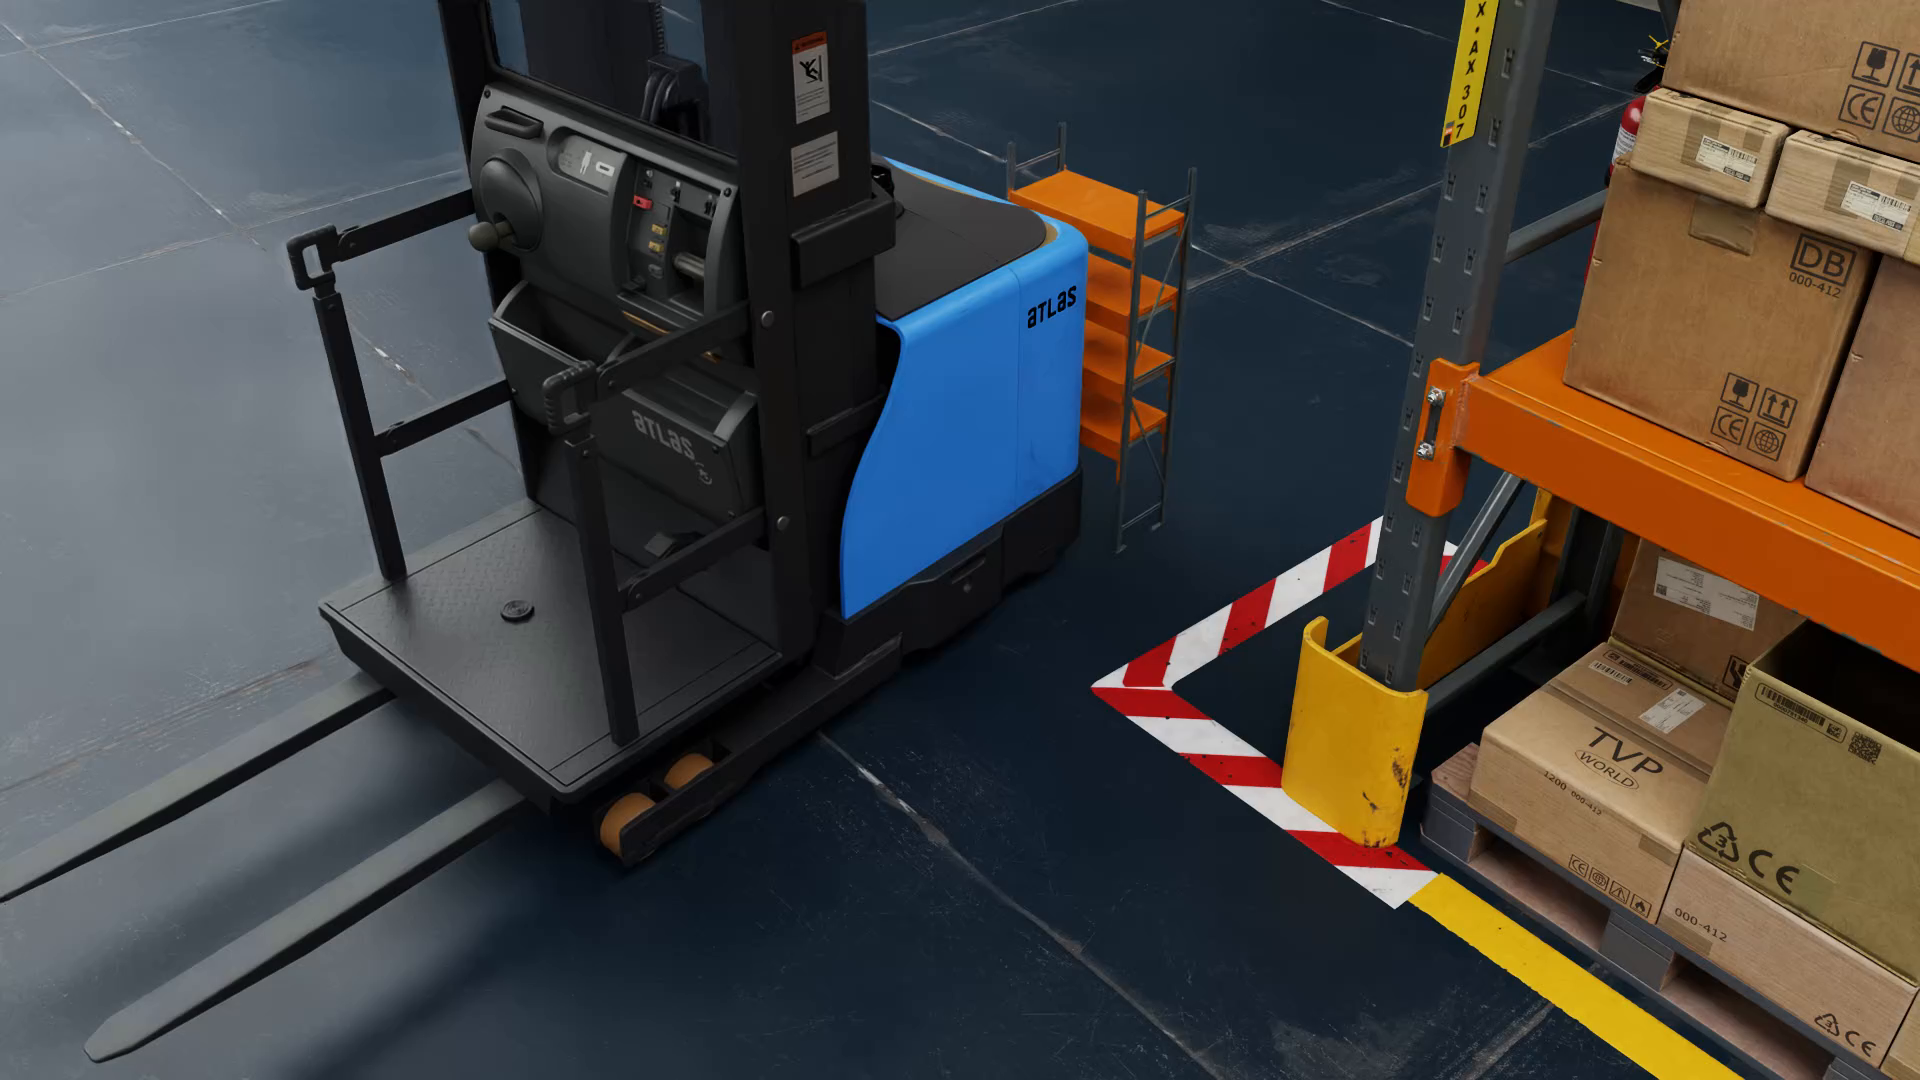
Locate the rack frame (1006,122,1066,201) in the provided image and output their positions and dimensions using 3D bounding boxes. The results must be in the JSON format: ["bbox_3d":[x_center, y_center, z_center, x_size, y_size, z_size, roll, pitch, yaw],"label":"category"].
[{"bbox_3d":[0.221,-0.695,5.191,0.015,1.200,0.240,30,44,35],"label":"rack frame"}]

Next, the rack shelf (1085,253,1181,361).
[{"bbox_3d":[0.396,-0.724,4.962,0.480,0.148,0.258,30,44,35],"label":"rack shelf"}]

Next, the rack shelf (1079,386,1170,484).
[{"bbox_3d":[0.394,-0.378,5.204,0.480,0.148,0.258,30,44,35],"label":"rack shelf"}]

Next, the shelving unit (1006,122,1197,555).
[{"bbox_3d":[0.395,-0.596,5.051,0.503,1.200,0.258,30,44,35],"label":"shelving unit"}]

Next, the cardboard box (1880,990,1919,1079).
[{"bbox_3d":[2.209,0.992,3.270,0.500,0.250,0.500,-26,43,-32],"label":"cardboard box"}]

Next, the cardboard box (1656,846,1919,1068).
[{"bbox_3d":[1.886,0.771,3.582,0.500,0.250,0.500,-26,43,-32],"label":"cardboard box"}]

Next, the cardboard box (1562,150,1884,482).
[{"bbox_3d":[1.676,-0.549,3.343,0.700,0.500,0.500,-26,43,-32],"label":"cardboard box"}]

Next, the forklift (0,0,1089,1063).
[{"bbox_3d":[-0.986,-0.733,3.749,1.130,2.935,3.031,27,44,33],"label":"forklift"}]

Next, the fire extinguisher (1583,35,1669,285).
[{"bbox_3d":[1.663,-0.913,4.010,0.296,0.674,0.183,-26,43,-32],"label":"fire extinguisher"}]

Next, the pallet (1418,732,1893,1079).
[{"bbox_3d":[1.910,0.741,4.021,1.003,0.211,1.213,-26,43,-32],"label":"pallet"}]

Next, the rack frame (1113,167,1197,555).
[{"bbox_3d":[0.569,-0.497,4.912,0.015,1.200,0.240,30,44,35],"label":"rack frame"}]

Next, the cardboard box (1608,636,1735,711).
[{"bbox_3d":[1.957,0.358,4.164,0.500,0.250,0.500,-26,43,-32],"label":"cardboard box"}]

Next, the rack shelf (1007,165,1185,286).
[{"bbox_3d":[0.398,-0.918,4.826,0.480,0.148,0.258,30,44,35],"label":"rack shelf"}]

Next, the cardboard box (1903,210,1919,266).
[{"bbox_3d":[1.806,-0.545,2.776,0.380,0.149,0.250,-26,43,-32],"label":"cardboard box"}]

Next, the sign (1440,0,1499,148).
[{"bbox_3d":[0.957,-0.900,3.108,0.100,0.325,0.005,-26,43,-32],"label":"sign"}]

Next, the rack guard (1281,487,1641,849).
[{"bbox_3d":[1.369,0.291,4.407,1.175,0.500,0.348,-26,43,-32],"label":"rack guard"}]

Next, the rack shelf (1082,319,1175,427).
[{"bbox_3d":[0.395,-0.541,5.090,0.480,0.148,0.258,30,44,35],"label":"rack shelf"}]

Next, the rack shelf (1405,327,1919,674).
[{"bbox_3d":[2.675,0.458,2.631,1.077,0.370,4.000,-26,43,-32],"label":"rack shelf"}]

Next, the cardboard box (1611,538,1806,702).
[{"bbox_3d":[1.958,0.052,3.949,0.500,0.500,0.500,-26,43,-32],"label":"cardboard box"}]

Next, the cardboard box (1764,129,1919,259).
[{"bbox_3d":[1.646,-0.655,2.932,0.380,0.149,0.250,-27,43,-33],"label":"cardboard box"}]

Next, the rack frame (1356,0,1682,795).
[{"bbox_3d":[1.385,-0.719,3.670,1.000,3.000,0.127,-26,43,-32],"label":"rack frame"}]

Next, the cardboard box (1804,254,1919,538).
[{"bbox_3d":[2.019,-0.319,3.018,0.700,0.500,0.500,-25,42,-31],"label":"cardboard box"}]

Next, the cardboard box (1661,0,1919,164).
[{"bbox_3d":[1.710,-1.055,2.935,0.700,0.500,0.500,-26,43,-32],"label":"cardboard box"}]

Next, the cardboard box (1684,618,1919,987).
[{"bbox_3d":[1.885,0.466,3.364,0.500,0.500,0.500,-26,43,-32],"label":"cardboard box"}]

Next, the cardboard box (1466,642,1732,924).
[{"bbox_3d":[1.561,0.552,3.892,0.500,0.250,0.500,-26,43,-32],"label":"cardboard box"}]

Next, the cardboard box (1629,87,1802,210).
[{"bbox_3d":[1.474,-0.771,3.095,0.380,0.149,0.250,-26,43,-32],"label":"cardboard box"}]
